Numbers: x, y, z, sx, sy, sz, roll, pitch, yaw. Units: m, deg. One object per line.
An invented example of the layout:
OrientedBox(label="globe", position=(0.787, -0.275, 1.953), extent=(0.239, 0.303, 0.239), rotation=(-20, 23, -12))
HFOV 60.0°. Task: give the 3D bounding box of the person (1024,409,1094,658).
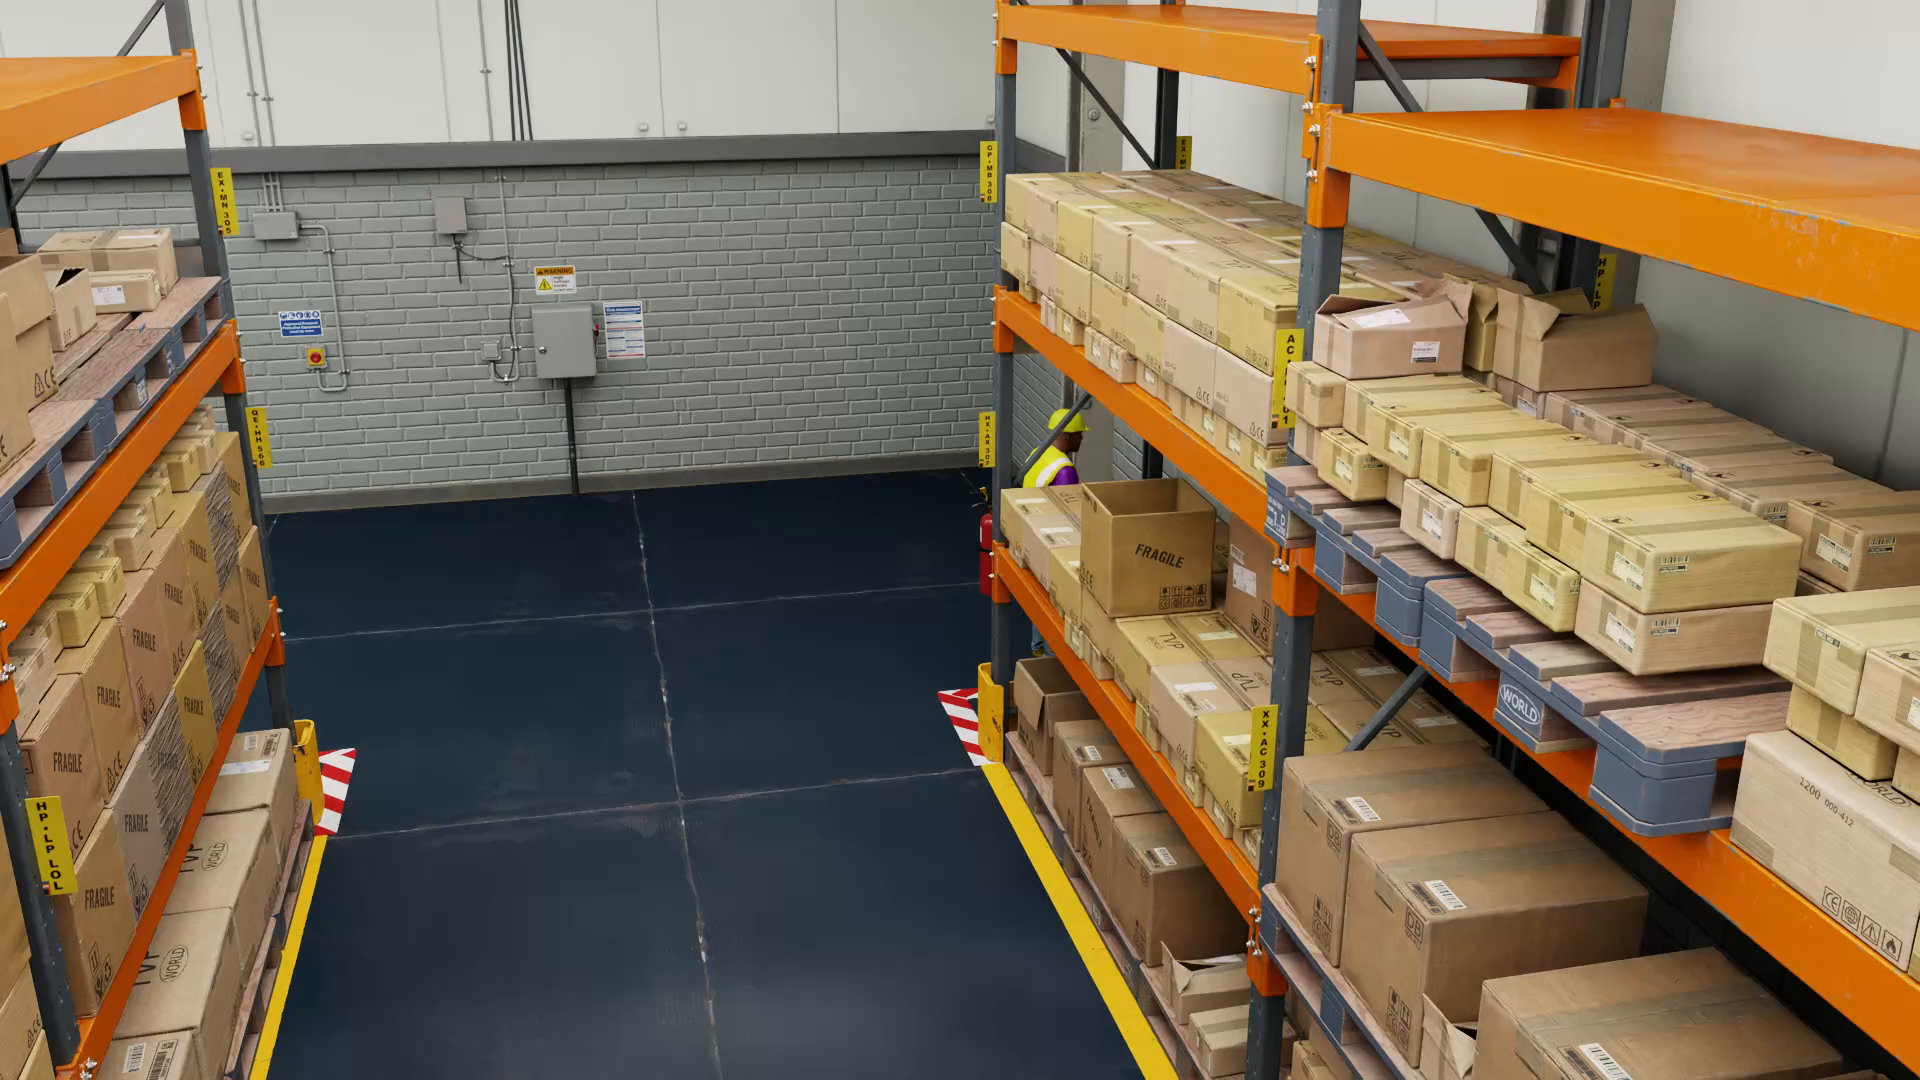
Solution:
OrientedBox(label="person", position=(0.655, -0.005, 11.056), extent=(0.462, 1.761, 0.622), rotation=(-5, 20, -13))
